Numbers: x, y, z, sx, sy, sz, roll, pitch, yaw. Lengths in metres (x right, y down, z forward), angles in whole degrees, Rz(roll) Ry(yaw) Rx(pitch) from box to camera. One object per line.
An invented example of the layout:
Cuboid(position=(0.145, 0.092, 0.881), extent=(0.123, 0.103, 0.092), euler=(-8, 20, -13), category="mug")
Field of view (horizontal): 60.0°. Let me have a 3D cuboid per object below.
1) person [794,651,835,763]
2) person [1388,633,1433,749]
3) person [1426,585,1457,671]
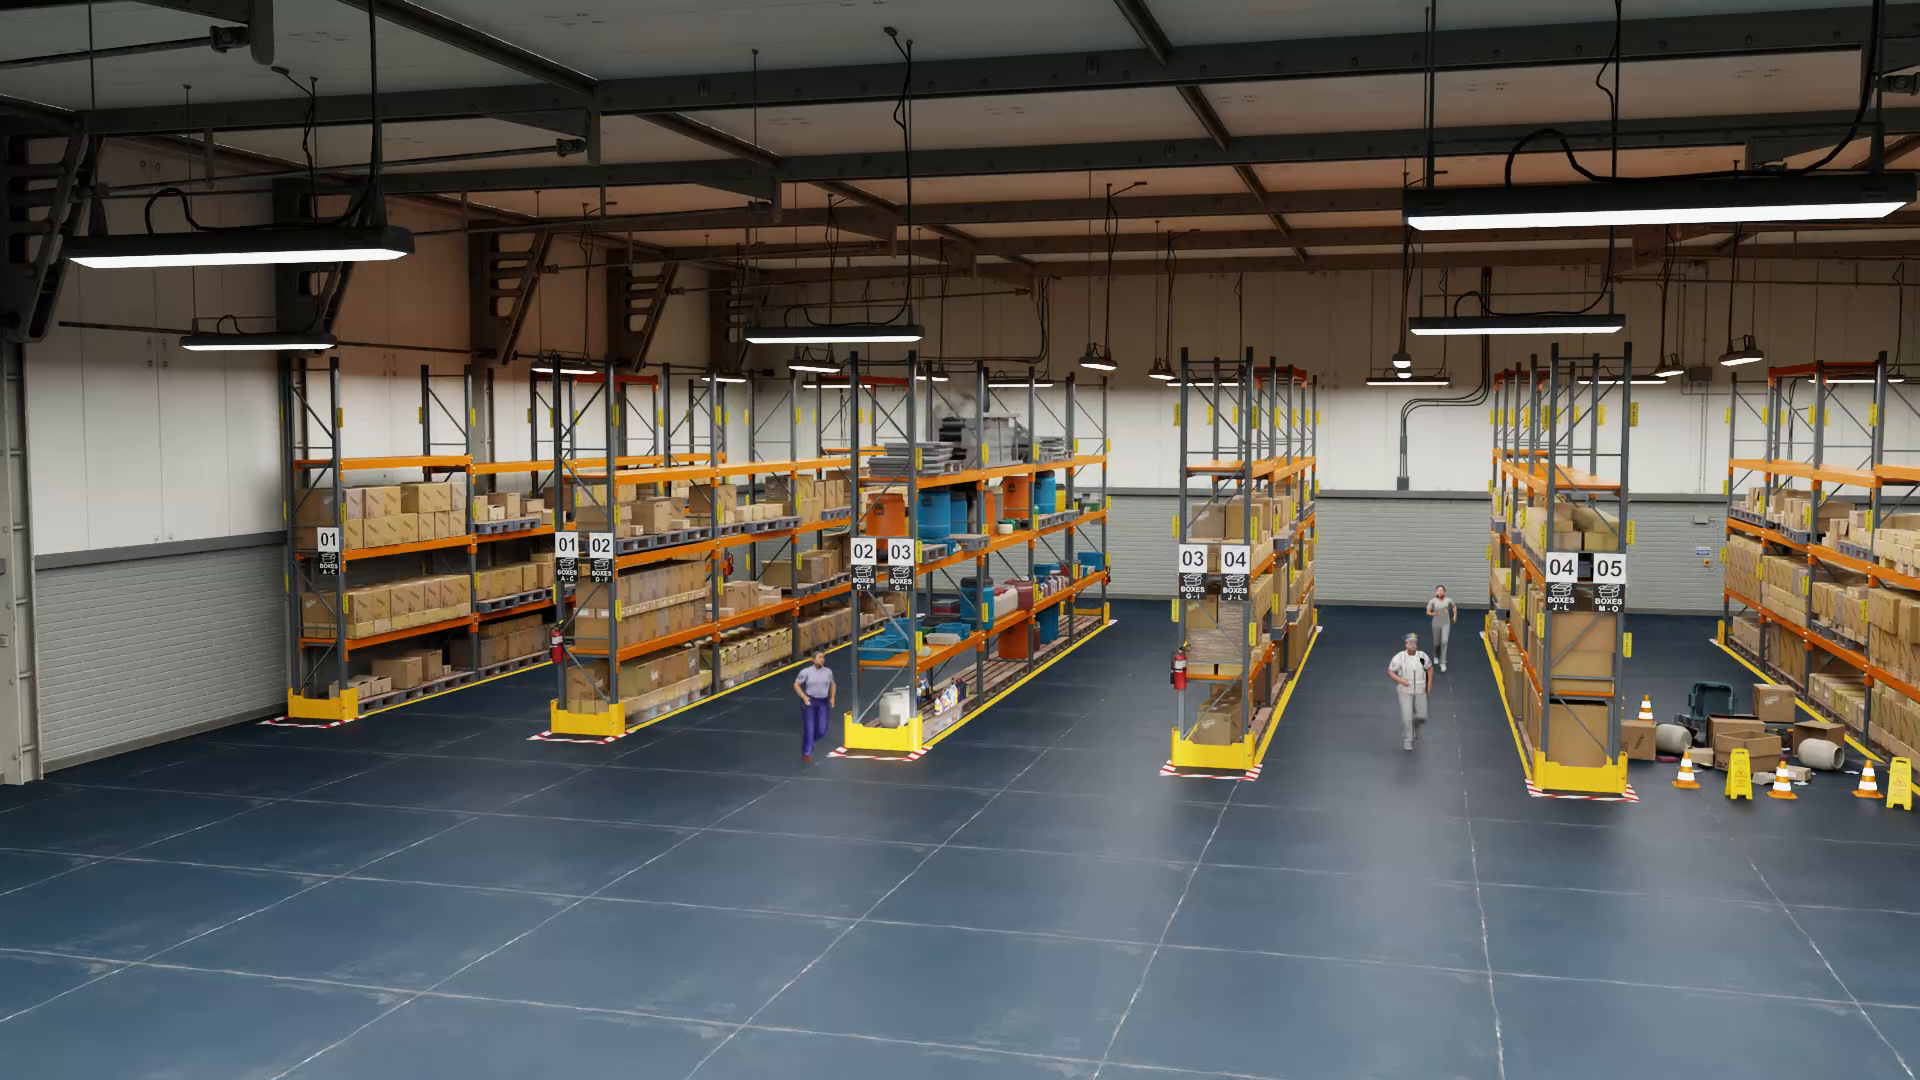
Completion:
Cuboid(position=(-2.090, 2.427, 24.312), extent=(0.648, 1.609, 0.470), euler=(-2, 5, -24), category="person")
Cuboid(position=(6.852, 2.284, 25.209), extent=(0.705, 1.752, 0.612), euler=(0, 4, 1), category="person")
Cuboid(position=(9.569, 1.722, 33.071), extent=(0.575, 1.646, 1.021), euler=(1, 4, 17), category="person")
